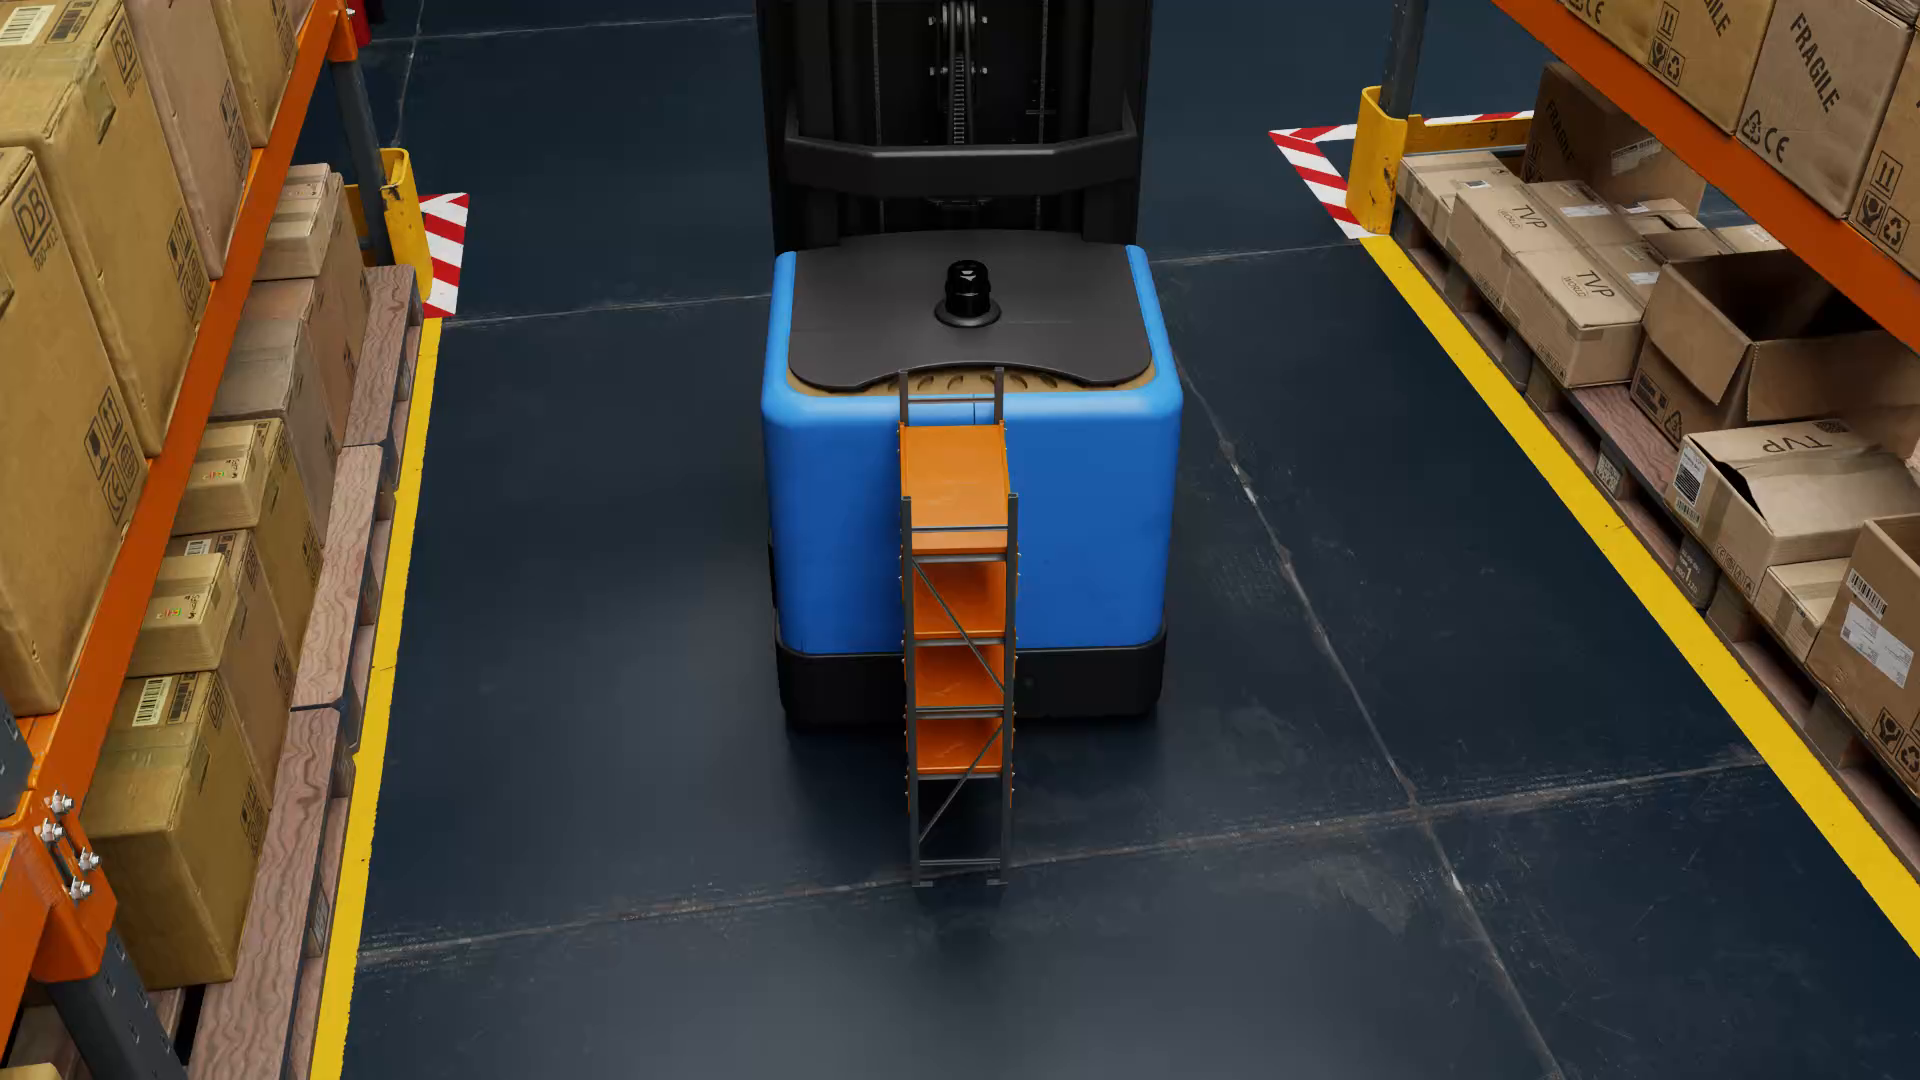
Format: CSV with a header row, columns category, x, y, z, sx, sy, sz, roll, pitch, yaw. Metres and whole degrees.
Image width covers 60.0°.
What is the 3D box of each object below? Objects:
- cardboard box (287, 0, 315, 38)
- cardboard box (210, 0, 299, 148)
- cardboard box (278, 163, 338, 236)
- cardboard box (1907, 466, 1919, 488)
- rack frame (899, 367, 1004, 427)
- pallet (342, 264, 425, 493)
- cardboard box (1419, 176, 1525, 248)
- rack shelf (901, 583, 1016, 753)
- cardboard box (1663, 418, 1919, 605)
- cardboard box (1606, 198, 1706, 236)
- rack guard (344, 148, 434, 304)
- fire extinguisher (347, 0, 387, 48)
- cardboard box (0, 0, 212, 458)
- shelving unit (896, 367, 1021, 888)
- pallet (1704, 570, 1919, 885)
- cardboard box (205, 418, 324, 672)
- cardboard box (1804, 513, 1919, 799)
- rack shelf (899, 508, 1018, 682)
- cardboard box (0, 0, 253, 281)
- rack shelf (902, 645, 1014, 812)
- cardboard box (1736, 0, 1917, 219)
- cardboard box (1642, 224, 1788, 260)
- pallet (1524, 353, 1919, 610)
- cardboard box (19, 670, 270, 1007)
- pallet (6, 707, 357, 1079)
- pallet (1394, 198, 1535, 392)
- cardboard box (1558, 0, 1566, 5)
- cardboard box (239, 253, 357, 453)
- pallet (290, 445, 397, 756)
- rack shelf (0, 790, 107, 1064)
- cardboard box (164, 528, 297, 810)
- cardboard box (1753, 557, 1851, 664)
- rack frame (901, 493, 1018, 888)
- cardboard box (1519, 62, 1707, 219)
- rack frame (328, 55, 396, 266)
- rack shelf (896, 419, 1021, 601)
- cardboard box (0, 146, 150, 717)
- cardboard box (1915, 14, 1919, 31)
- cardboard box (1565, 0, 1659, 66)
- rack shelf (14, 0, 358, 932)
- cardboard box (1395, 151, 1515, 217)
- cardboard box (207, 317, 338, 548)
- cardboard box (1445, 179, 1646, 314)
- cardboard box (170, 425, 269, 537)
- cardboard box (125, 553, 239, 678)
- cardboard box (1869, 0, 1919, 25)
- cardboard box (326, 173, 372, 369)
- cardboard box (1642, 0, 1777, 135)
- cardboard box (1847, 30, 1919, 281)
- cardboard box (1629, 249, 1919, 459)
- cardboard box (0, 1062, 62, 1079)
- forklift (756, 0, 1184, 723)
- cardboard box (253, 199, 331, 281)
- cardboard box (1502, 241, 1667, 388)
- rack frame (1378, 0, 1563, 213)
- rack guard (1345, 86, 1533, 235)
category,x,y,z,sx,sy,sz,roll,pitch,yaw
cardboard box,-2.553,-1.928,5.042,0.980,0.700,0.700,-5,38,-6
cardboard box,-2.415,-1.490,4.478,0.980,0.700,0.700,-7,38,-8
cardboard box,-2.230,-1.081,5.363,0.380,0.149,0.250,-7,38,-8
cardboard box,2.903,-0.089,4.870,0.380,0.166,0.250,-6,38,-8
rack frame,-0.020,0.085,4.162,0.240,1.200,0.015,-1,38,-2
pallet,-2.435,-0.541,5.774,1.003,0.211,1.213,-6,38,-8
cardboard box,2.003,-1.266,6.385,0.380,0.166,0.250,-6,38,-8
rack shelf,-0.010,0.288,4.011,0.258,0.148,0.480,-1,38,-2
cardboard box,2.414,-0.114,4.785,0.500,0.311,0.500,-6,38,-8
cardboard box,2.544,-1.150,6.236,0.380,0.166,0.250,-6,38,-8
rack guard,-2.657,-1.144,6.315,1.175,0.500,0.348,-6,38,-8
fire extinguisher,-2.225,-2.079,5.849,0.296,0.674,0.183,-6,38,-8
cardboard box,-2.153,-0.590,3.320,0.980,0.700,0.700,-7,38,-9
shelving unit,-0.010,0.235,3.970,0.258,1.200,0.503,-1,38,-2
pallet,2.805,0.451,4.498,1.003,0.211,1.213,-6,38,-8
cardboard box,-2.154,0.044,4.443,0.700,0.500,0.500,-5,38,-7
cardboard box,2.546,0.264,4.144,0.500,0.500,0.500,-6,38,-8
rack shelf,-0.010,0.111,3.874,0.258,0.148,0.480,-1,38,-2
cardboard box,-2.290,-1.028,3.884,0.980,0.700,0.700,-8,39,-10
rack shelf,-0.010,0.445,4.133,0.258,0.148,0.480,-1,38,-2
cardboard box,2.401,-1.171,4.230,0.500,0.500,0.500,-5,38,-7
cardboard box,2.698,-0.860,5.795,0.500,0.250,0.500,-6,38,-8
pallet,2.588,-0.288,5.448,1.003,0.211,1.213,-6,38,-8
cardboard box,-1.982,0.658,3.653,0.700,0.500,0.500,-6,38,-7
pallet,-2.008,0.933,3.877,1.003,0.211,1.213,-6,38,-8
pallet,2.378,-1.023,6.395,1.003,0.211,1.213,-6,38,-8
cardboard box,2.137,-2.084,5.405,0.500,0.500,0.500,-7,38,-8
cardboard box,-2.344,-0.581,5.248,0.700,0.500,0.500,-6,38,-8
pallet,-2.225,0.195,4.827,1.003,0.211,1.213,-6,38,-8
rack shelf,-1.601,1.792,1.085,1.077,0.370,4.000,-6,38,-8
cardboard box,-2.066,0.354,4.044,0.700,0.500,0.500,-7,38,-8
cardboard box,2.421,0.183,4.535,0.380,0.149,0.250,-6,38,-8
rack frame,0.000,0.384,3.777,0.240,1.200,0.015,-1,38,-2
cardboard box,2.561,-1.536,6.461,0.500,0.500,0.500,-6,38,-8
rack frame,-2.653,-2.116,5.529,1.000,3.000,0.127,-6,38,-8
rack shelf,-0.010,-0.075,3.729,0.258,0.148,0.480,-1,38,-2
cardboard box,-2.030,-0.148,2.751,0.980,0.700,0.700,-6,38,-7
cardboard box,2.489,-1.257,3.526,0.500,0.500,0.500,-7,38,-9
cardboard box,2.223,-1.780,5.015,0.500,0.500,0.500,-6,38,-8
rack shelf,-2.302,-0.624,4.195,1.077,0.370,4.000,-6,38,-8
cardboard box,1.959,-1.410,6.585,0.380,0.149,0.250,-6,38,-8
cardboard box,-2.255,-0.277,4.857,0.700,0.500,0.500,-7,38,-9
cardboard box,2.127,-1.078,6.076,0.500,0.250,0.500,-6,38,-8
cardboard box,-1.954,-0.140,4.151,0.380,0.149,0.250,-7,38,-9
cardboard box,-1.862,0.175,3.746,0.380,0.149,0.250,-5,38,-6
cardboard box,2.401,-1.561,3.918,0.500,0.500,0.500,-6,38,-8
cardboard box,-2.431,-0.883,5.637,0.700,0.500,0.500,-6,38,-8
cardboard box,2.309,-1.478,4.626,0.500,0.500,0.500,-6,38,-7
cardboard box,2.493,-0.861,3.831,0.500,0.500,0.500,-5,38,-7
cardboard box,2.590,-0.558,5.199,0.797,0.503,0.637,-6,38,-8
cardboard box,-1.709,1.361,2.463,0.750,0.750,0.750,-6,38,-7
forklift,-0.025,-1.543,4.847,1.130,2.935,3.031,-1,38,-2
cardboard box,-2.184,-0.927,5.165,0.380,0.149,0.250,-5,38,-7
cardboard box,2.215,-0.776,5.687,0.500,0.250,0.500,-6,38,-8
rack frame,2.224,-2.652,6.218,1.000,3.000,0.127,-6,38,-8
rack guard,2.237,-1.618,6.926,1.175,0.500,0.348,-6,38,-8
